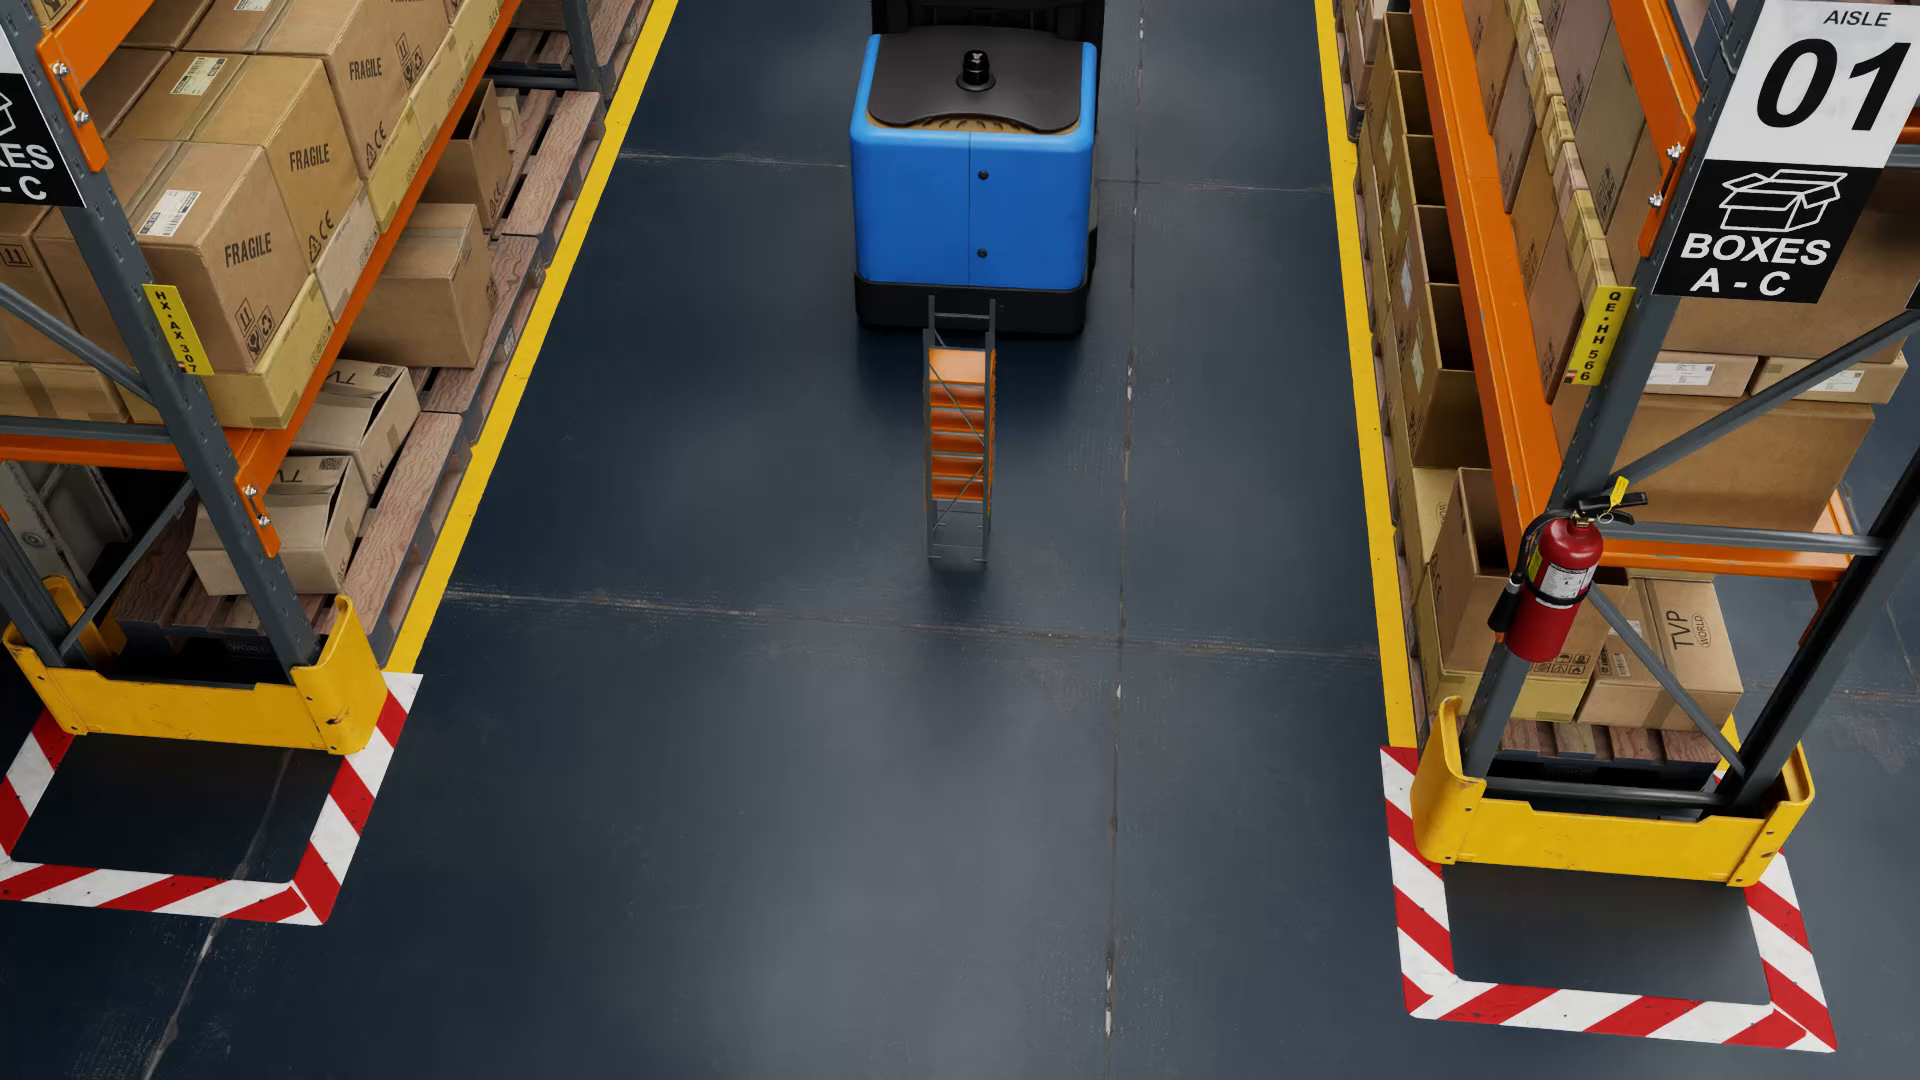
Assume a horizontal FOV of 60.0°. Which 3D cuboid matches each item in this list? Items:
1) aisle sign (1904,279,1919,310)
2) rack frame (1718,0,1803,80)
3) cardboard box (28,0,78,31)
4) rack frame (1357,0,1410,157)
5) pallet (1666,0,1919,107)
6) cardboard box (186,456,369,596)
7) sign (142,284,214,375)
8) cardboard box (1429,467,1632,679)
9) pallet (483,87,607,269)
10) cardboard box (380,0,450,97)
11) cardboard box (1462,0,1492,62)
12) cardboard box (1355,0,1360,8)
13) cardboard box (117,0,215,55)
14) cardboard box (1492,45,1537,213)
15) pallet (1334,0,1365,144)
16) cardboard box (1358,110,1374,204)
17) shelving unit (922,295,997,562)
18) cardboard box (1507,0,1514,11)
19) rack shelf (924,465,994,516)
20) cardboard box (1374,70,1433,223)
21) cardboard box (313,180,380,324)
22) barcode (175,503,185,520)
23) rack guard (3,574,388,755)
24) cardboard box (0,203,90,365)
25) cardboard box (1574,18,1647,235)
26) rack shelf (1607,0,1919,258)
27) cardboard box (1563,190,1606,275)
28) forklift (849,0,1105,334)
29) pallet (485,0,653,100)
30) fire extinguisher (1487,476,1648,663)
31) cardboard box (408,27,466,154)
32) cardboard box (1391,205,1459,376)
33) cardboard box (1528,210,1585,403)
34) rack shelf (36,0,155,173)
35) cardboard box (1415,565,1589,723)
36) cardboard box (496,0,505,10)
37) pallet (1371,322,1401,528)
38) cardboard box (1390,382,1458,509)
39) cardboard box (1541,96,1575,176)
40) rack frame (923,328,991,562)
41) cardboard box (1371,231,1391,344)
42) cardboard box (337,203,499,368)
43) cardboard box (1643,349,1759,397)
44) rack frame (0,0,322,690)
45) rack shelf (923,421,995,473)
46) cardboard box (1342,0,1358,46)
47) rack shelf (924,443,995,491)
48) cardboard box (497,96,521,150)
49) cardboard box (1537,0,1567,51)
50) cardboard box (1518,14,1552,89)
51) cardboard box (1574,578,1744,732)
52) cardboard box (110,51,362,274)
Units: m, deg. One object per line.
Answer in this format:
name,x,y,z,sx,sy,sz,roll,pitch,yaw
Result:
aisle sign,2.483,-0.813,3.725,0.394,0.787,0.004,4,48,4
rack frame,2.184,-2.029,2.534,1.000,3.000,0.127,4,48,4
cardboard box,-2.470,-1.617,4.108,0.500,0.500,0.500,5,48,5
rack frame,2.549,-2.944,7.436,1.000,3.000,0.127,4,48,4
pallet,2.274,-1.505,4.147,1.003,0.211,1.213,4,48,4
cardboard box,-2.597,-0.078,6.339,0.500,0.311,0.500,-1,48,-1
sign,-2.209,-0.591,4.697,0.100,0.325,0.005,4,48,4
cardboard box,1.937,0.114,5.709,0.500,0.500,0.500,4,48,4
pallet,-2.411,-1.837,8.313,1.003,0.211,1.213,4,48,4
cardboard box,-2.263,-1.997,6.149,0.500,0.500,0.500,5,48,5
cardboard box,2.473,-2.263,6.745,0.700,0.500,0.500,3,48,3
cardboard box,2.341,-3.047,8.728,0.500,0.311,0.500,5,48,5
cardboard box,-2.820,-1.654,5.836,0.500,0.500,0.500,3,48,2
cardboard box,2.378,-1.518,6.064,0.700,0.500,0.500,5,48,5
pallet,2.577,-2.547,8.962,1.003,0.211,1.213,4,48,4
cardboard box,2.204,-1.837,8.002,0.500,0.250,0.500,4,48,4
shelving unit,-0.001,-0.394,6.323,0.258,1.200,0.189,4,48,4
cardboard box,2.218,-2.065,6.125,0.380,0.149,0.250,3,48,2
rack shelf,-0.001,-0.202,6.533,0.258,0.103,0.180,4,48,4
cardboard box,2.157,-1.723,7.390,0.500,0.500,0.500,4,48,4
cardboard box,-2.356,-1.011,5.756,0.500,0.250,0.500,3,48,2
barcode,-2.993,-0.122,6.372,0.001,0.075,0.075,4,48,4
rack guard,-2.743,0.453,6.023,1.175,0.500,0.348,4,48,4
cardboard box,-2.918,-0.905,5.151,0.500,0.500,0.500,3,48,3
cardboard box,2.287,-1.244,4.934,0.700,0.500,0.500,3,48,3
rack shelf,2.366,-2.244,5.250,1.077,0.370,4.000,4,48,4
cardboard box,2.075,-0.931,5.088,0.380,0.149,0.250,3,48,3
forklift,0.149,-3.012,7.544,1.130,2.935,3.031,3,48,3
pallet,-2.315,-2.906,9.290,1.003,0.211,1.213,4,48,4
fire extinguisher,1.711,0.077,4.725,0.296,0.674,0.183,4,48,4
cardboard box,-2.255,-1.756,6.438,0.500,0.250,0.500,4,48,4
cardboard box,2.060,-0.989,6.718,0.500,0.500,0.500,4,48,4
cardboard box,2.282,-0.767,5.377,0.700,0.500,0.500,5,48,5
rack shelf,-2.567,-2.574,5.552,1.077,0.370,4.000,4,48,4
cardboard box,1.939,0.368,5.986,0.500,0.250,0.500,4,48,4
cardboard box,-2.180,-2.497,7.115,0.500,0.250,0.500,4,48,4
pallet,2.326,-0.522,7.111,1.003,0.211,1.213,4,48,4
cardboard box,2.016,-0.368,6.659,0.500,0.250,0.500,4,48,4
cardboard box,2.123,-1.309,5.433,0.380,0.149,0.250,5,48,5
rack frame,-0.010,-0.327,6.262,0.240,1.200,0.006,4,48,4
cardboard box,2.103,-1.103,7.331,0.500,0.250,0.500,4,48,4
cardboard box,-2.428,-1.097,7.142,0.700,0.500,0.500,1,48,1
cardboard box,2.029,-0.551,4.740,0.380,0.149,0.250,3,48,3
rack frame,-2.749,-0.335,5.050,1.000,3.000,0.127,4,48,4
rack shelf,-0.001,-0.364,6.356,0.258,0.103,0.180,4,48,4
cardboard box,2.346,-2.854,8.932,0.500,0.250,0.500,3,48,3
rack shelf,-0.001,-0.283,6.445,0.258,0.103,0.180,4,48,4
cardboard box,-2.404,-2.072,8.260,0.380,0.166,0.250,-2,48,-2
cardboard box,2.377,-1.983,5.610,0.700,0.500,0.500,4,48,4
cardboard box,2.168,-1.691,5.782,0.380,0.149,0.250,3,48,3
cardboard box,2.454,0.402,5.954,0.500,0.250,0.500,4,48,4
cardboard box,-2.352,-1.237,5.455,0.500,0.500,0.500,4,48,4
